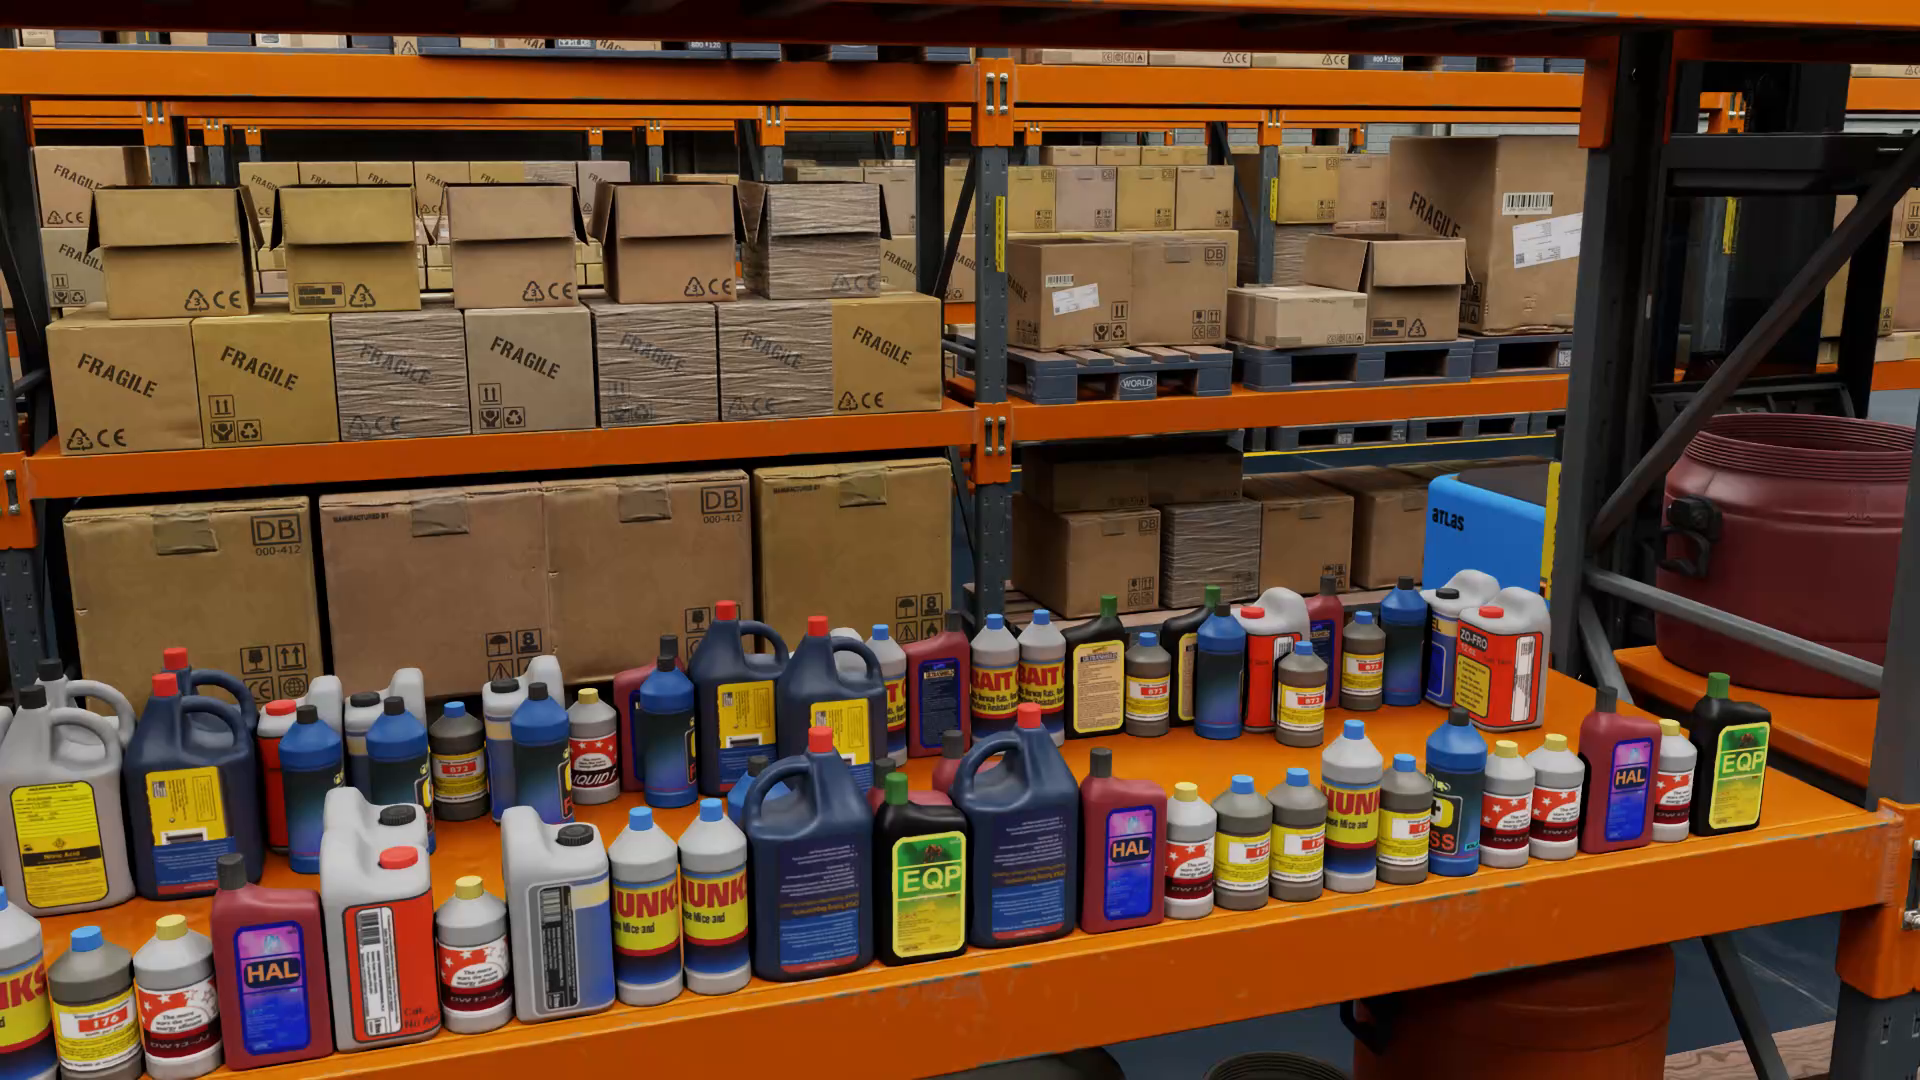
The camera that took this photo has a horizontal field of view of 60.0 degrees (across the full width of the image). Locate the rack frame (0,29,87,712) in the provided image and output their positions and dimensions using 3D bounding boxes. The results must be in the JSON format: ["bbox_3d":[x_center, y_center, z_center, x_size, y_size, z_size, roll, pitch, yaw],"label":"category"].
[{"bbox_3d":[-3.795,-0.606,6.708,0.127,3.000,1.000,-4,14,-18],"label":"rack frame"}]

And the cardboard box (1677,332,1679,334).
[{"bbox_3d":[3.897,-1.155,9.557,0.250,0.149,0.380,-4,14,-18],"label":"cardboard box"}]

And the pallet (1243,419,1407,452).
[{"bbox_3d":[3.046,-0.974,14.282,1.213,0.211,1.003,-4,14,-18],"label":"pallet"}]

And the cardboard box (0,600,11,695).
[{"bbox_3d":[-4.446,0.255,6.774,0.875,0.875,0.875,-4,14,-18],"label":"cardboard box"}]

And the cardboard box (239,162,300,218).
[{"bbox_3d":[-6.447,-3.284,15.590,0.500,0.500,0.500,-4,14,-17],"label":"cardboard box"}]

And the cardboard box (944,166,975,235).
[{"bbox_3d":[-0.097,-2.638,12.876,0.500,0.500,0.700,-5,14,-19],"label":"cardboard box"}]

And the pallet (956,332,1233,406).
[{"bbox_3d":[0.637,-0.884,8.291,1.003,0.211,1.213,-4,14,-18],"label":"pallet"}]

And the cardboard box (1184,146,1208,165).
[{"bbox_3d":[2.553,-4.157,18.618,0.500,0.500,0.700,-5,14,-18],"label":"cardboard box"}]

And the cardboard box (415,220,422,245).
[{"bbox_3d":[-3.776,-2.078,11.247,0.250,0.149,0.380,-5,14,-19],"label":"cardboard box"}]

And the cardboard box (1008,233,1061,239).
[{"bbox_3d":[0.453,-2.131,12.902,0.500,0.500,0.500,-5,14,-19],"label":"cardboard box"}]

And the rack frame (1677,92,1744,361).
[{"bbox_3d":[3.787,-1.196,9.190,0.127,3.000,1.000,-4,14,-18],"label":"rack frame"}]

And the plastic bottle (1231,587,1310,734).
[{"bbox_3d":[0.624,0.241,3.417,0.135,0.276,0.152,-4,14,-18],"label":"plastic bottle"}]

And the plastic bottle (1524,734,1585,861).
[{"bbox_3d":[0.994,0.427,2.796,0.097,0.201,0.097,0,13,0],"label":"plastic bottle"}]

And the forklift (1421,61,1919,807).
[{"bbox_3d":[3.003,-0.384,5.925,1.130,2.935,3.031,-5,14,-20],"label":"forklift"}]

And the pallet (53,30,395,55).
[{"bbox_3d":[-2.942,-2.051,6.713,1.217,0.209,0.805,-5,14,-20],"label":"pallet"}]

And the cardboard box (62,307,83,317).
[{"bbox_3d":[-5.687,-1.464,10.857,0.250,0.149,0.380,-5,14,-20],"label":"cardboard box"}]

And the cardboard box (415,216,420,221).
[{"bbox_3d":[-3.981,-2.221,11.846,0.250,0.149,0.380,-5,14,-20],"label":"cardboard box"}]

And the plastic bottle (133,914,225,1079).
[{"bbox_3d":[-1.006,0.582,2.141,0.097,0.201,0.097,0,13,0],"label":"plastic bottle"}]

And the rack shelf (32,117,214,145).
[{"bbox_3d":[-8.852,-3.741,14.961,4.000,0.370,1.077,-4,14,-18],"label":"rack shelf"}]

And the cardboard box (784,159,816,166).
[{"bbox_3d":[-1.704,-3.970,17.685,0.250,0.149,0.380,-5,14,-21],"label":"cardboard box"}]

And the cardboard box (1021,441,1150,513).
[{"bbox_3d":[0.621,-0.320,8.336,0.500,0.250,0.500,-4,14,-16],"label":"cardboard box"}]

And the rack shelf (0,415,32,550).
[{"bbox_3d":[-5.691,-0.108,6.171,4.000,0.370,1.077,-4,14,-18],"label":"rack shelf"}]

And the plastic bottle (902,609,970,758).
[{"bbox_3d":[-0.047,0.278,3.243,0.133,0.283,0.061,-4,14,-18],"label":"plastic bottle"}]

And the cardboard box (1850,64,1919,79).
[{"bbox_3d":[4.795,-2.600,8.933,0.500,0.250,0.500,-5,14,-19],"label":"cardboard box"}]

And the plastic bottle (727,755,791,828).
[{"bbox_3d":[-0.301,0.458,2.512,0.097,0.271,0.097,0,13,0],"label":"plastic bottle"}]

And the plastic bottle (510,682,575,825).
[{"bbox_3d":[-0.716,0.378,2.851,0.097,0.271,0.097,0,13,0],"label":"plastic bottle"}]

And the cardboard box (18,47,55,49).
[{"bbox_3d":[-5.661,-2.992,10.582,0.500,0.250,0.500,-4,14,-17],"label":"cardboard box"}]

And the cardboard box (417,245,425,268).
[{"bbox_3d":[-3.771,-1.935,11.287,0.250,0.149,0.380,-4,14,-16],"label":"cardboard box"}]

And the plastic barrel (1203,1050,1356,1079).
[{"bbox_3d":[0.611,1.292,3.197,0.421,0.512,0.421,0,13,0],"label":"plastic barrel"}]

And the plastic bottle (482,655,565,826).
[{"bbox_3d":[-0.774,0.349,2.959,0.135,0.276,0.152,-4,14,-18],"label":"plastic bottle"}]

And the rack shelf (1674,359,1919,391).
[{"bbox_3d":[5.682,-0.994,9.894,4.000,0.370,1.077,-4,14,-18],"label":"rack shelf"}]

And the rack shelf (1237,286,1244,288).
[{"bbox_3d":[4.196,-2.089,14.499,4.000,0.370,1.077,-4,14,-18],"label":"rack shelf"}]

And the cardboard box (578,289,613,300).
[{"bbox_3d":[-1.524,-0.896,7.713,0.500,0.500,0.500,-5,14,-19],"label":"cardboard box"}]

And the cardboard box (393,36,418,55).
[{"bbox_3d":[-3.776,-3.500,11.263,0.637,0.503,0.797,-5,14,-19],"label":"cardboard box"}]

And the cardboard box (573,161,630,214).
[{"bbox_3d":[-3.572,-3.514,16.558,0.500,0.500,0.500,-5,14,-20],"label":"cardboard box"}]

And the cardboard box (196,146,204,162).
[{"bbox_3d":[-7.338,-3.664,15.785,0.250,0.149,0.380,-5,14,-19],"label":"cardboard box"}]

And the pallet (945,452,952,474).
[{"bbox_3d":[-0.719,-0.682,13.052,1.213,0.211,1.003,-4,14,-18],"label":"pallet"}]

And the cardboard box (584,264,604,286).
[{"bbox_3d":[-2.528,-1.887,11.728,0.250,0.149,0.380,-5,14,-19],"label":"cardboard box"}]

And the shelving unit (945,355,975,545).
[{"bbox_3d":[0.014,-0.585,10.508,0.189,1.200,0.258,-4,14,-18],"label":"shelving unit"}]

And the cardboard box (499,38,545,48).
[{"bbox_3d":[-2.896,-3.331,11.465,0.500,0.500,0.500,-4,14,-18],"label":"cardboard box"}]

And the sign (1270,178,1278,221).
[{"bbox_3d":[2.483,-2.698,13.173,0.005,0.325,0.100,-4,14,-18],"label":"sign"}]

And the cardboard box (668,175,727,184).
[{"bbox_3d":[-2.665,-3.455,16.918,0.500,0.500,0.500,-5,14,-20],"label":"cardboard box"}]

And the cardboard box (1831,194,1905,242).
[{"bbox_3d":[4.768,-1.891,9.090,0.500,0.500,0.500,-4,14,-18],"label":"cardboard box"}]

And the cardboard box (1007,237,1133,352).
[{"bbox_3d":[0.495,-1.203,8.094,0.500,0.500,0.500,-6,15,-25],"label":"cardboard box"}]

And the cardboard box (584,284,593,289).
[{"bbox_3d":[-3.846,-2.213,17.146,0.875,0.875,0.875,-5,14,-19],"label":"cardboard box"}]

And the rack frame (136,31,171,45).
[{"bbox_3d":[-5.281,-4.620,10.619,0.127,3.000,1.000,-4,14,-18],"label":"rack frame"}]

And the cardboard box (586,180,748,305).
[{"bbox_3d":[-1.321,-1.340,7.410,0.637,0.503,0.797,-4,14,-17],"label":"cardboard box"}]

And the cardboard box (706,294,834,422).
[{"bbox_3d":[-0.867,-0.824,7.407,0.500,0.500,0.500,-5,14,-19],"label":"cardboard box"}]

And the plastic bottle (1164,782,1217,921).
[{"bbox_3d":[0.348,0.477,2.584,0.097,0.201,0.097,0,13,0],"label":"plastic bottle"}]

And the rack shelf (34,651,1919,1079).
[{"bbox_3d":[-0.320,0.683,2.845,4.000,0.370,1.077,-4,14,-18],"label":"rack shelf"}]

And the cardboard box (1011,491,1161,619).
[{"bbox_3d":[0.624,0.047,8.414,0.500,0.500,0.700,-5,14,-21],"label":"cardboard box"}]

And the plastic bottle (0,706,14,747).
[{"bbox_3d":[-1.599,0.414,2.689,0.135,0.276,0.152,-4,14,-18],"label":"plastic bottle"}]

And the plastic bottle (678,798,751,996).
[{"bbox_3d":[-0.347,0.497,2.349,0.097,0.271,0.097,0,13,0],"label":"plastic bottle"}]

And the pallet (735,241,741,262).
[{"bbox_3d":[-2.523,-3.057,17.428,1.003,0.211,1.213,-4,14,-18],"label":"pallet"}]
